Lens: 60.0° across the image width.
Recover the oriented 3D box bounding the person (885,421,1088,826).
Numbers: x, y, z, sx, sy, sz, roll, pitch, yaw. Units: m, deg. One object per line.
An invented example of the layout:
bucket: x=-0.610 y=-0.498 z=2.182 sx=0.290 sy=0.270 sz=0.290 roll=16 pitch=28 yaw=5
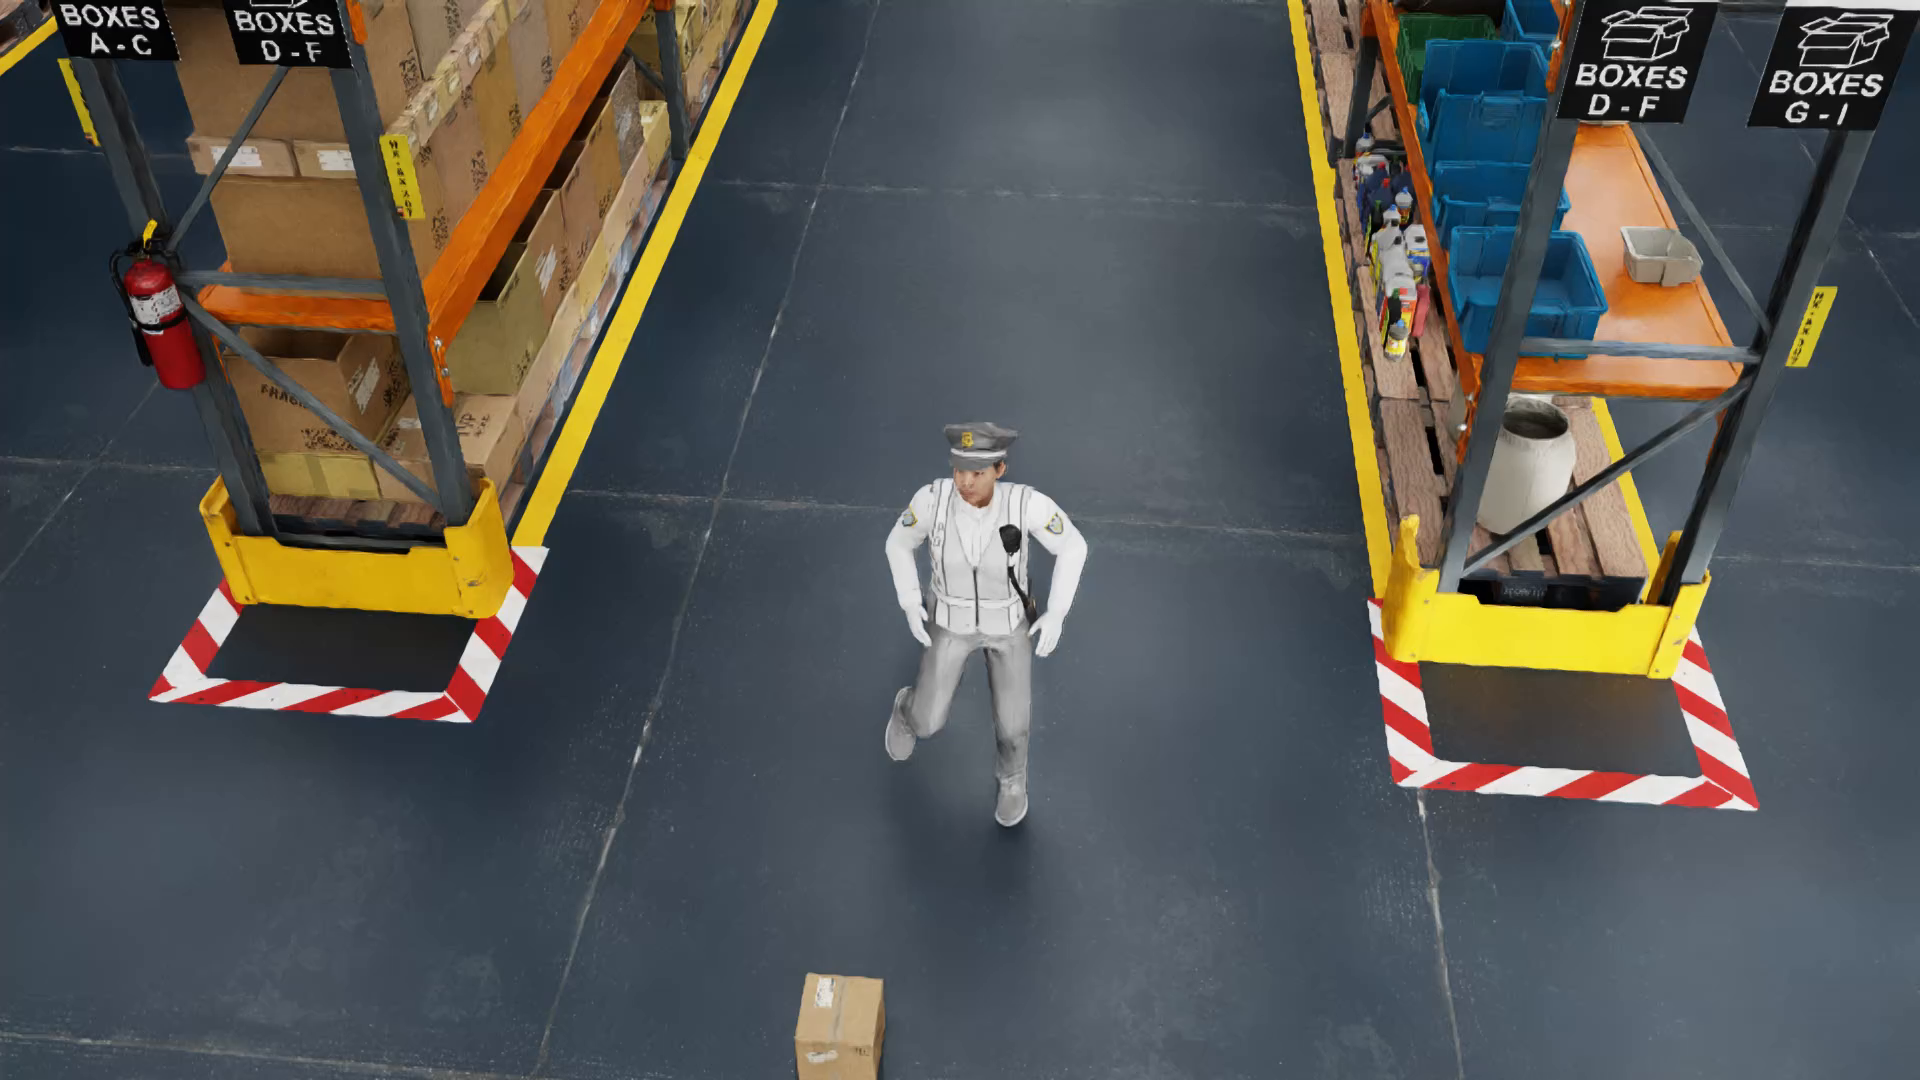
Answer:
person: x=0.070 y=0.286 z=5.822 sx=0.727 sy=1.670 sz=0.461 roll=2 pitch=40 yaw=2
